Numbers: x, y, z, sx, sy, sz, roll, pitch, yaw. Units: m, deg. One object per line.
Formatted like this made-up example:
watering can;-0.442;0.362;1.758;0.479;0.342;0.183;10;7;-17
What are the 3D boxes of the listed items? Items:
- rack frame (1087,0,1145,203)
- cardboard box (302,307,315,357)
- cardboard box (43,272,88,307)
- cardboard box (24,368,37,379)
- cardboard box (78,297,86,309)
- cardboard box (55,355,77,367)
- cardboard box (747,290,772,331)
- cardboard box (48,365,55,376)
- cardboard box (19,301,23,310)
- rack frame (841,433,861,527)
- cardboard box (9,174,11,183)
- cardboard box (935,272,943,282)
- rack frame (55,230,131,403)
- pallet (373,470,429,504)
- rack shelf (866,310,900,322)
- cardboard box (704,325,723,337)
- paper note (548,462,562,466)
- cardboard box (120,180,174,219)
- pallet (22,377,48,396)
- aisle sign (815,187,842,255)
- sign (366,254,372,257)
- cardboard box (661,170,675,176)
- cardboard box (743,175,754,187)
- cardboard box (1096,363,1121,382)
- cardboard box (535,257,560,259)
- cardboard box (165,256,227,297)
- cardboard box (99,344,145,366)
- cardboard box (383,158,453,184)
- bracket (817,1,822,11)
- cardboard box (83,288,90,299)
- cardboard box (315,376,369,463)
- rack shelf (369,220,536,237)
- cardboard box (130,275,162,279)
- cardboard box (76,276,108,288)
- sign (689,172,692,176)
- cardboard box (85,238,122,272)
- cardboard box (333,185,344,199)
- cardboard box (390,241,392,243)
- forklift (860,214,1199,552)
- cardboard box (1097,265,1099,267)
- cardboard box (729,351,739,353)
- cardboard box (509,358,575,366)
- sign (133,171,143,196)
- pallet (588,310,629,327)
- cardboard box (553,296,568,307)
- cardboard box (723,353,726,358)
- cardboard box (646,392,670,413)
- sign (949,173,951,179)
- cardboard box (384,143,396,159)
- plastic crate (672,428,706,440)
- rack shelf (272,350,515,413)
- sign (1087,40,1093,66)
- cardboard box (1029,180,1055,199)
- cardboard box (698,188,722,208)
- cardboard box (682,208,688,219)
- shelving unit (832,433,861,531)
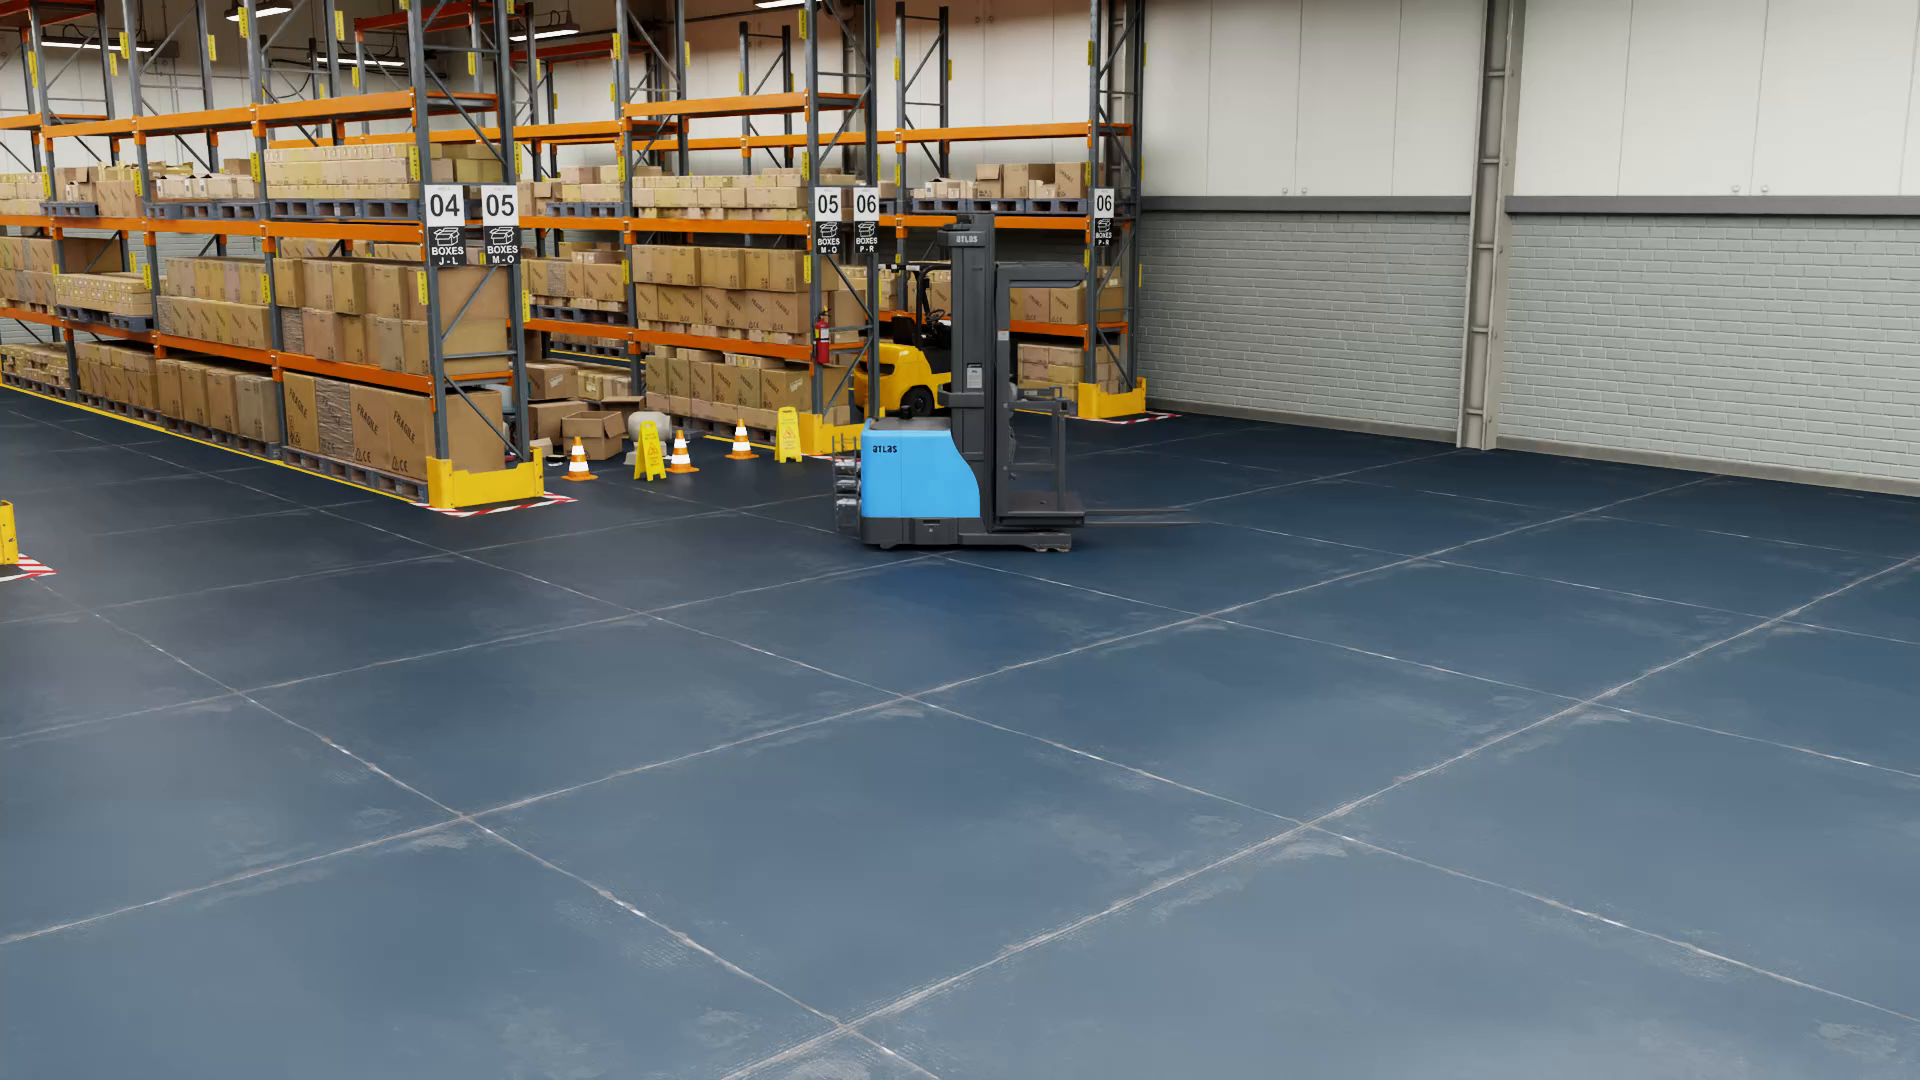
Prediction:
rack frame;2.179;-6.222;23.148;1.000;3.000;0.127;-11;16;-43
cardboard box;-7.021;-2.414;19.164;0.875;0.550;0.550;-11;16;-43
cardboard box;-13.744;-3.864;25.585;0.500;0.500;0.500;-11;16;-42
cardboard box;-14.969;-2.723;27.057;0.250;0.149;0.380;11;16;42
cardboard box;-12.552;-3.448;24.136;0.250;0.149;0.380;11;16;43
cardboard box;-13.844;-2.786;25.889;0.380;0.149;0.250;-11;16;-42
cardboard box;-2.325;-2.900;20.909;0.500;0.500;0.500;-11;16;-42
cardboard box;-14.046;-2.669;26.058;0.250;0.149;0.380;11;16;43
cardboard box;-15.031;-3.826;27.009;0.380;0.149;0.250;-11;16;-44
rack frame;-0.999;-0.566;15.746;0.240;0.900;0.006;2;12;20
cardboard box;-14.857;-5.748;26.425;0.380;0.149;0.250;-10;15;-41
cardboard box;-0.173;-4.079;25.759;0.380;0.149;0.250;-11;16;-43
rack frame;-13.205;-3.638;25.474;1.000;3.000;0.127;-11;16;-43
pallet;-5.527;-0.627;17.768;1.003;0.211;1.213;-11;16;-43
rack shelf;-1.964;-3.807;28.076;1.077;0.370;4.000;-11;16;-43
cardboard box;-3.114;-2.740;21.740;0.380;0.149;0.250;-11;16;-43
paper note;-4.744;-0.891;19.503;0.144;0.017;0.142;-5;13;-23
cardboard box;-11.021;-4.620;22.560;0.500;0.500;0.500;-11;16;-43
pallet;-14.541;-2.543;27.071;1.003;0.211;1.213;-11;16;-43
aisle sign;-1.575;-3.815;19.891;0.394;0.787;0.004;-11;16;-43
sign;-10.095;-4.728;28.422;0.100;0.325;0.005;-11;16;-43
cardboard box;-5.640;-6.915;31.517;0.396;0.266;0.258;-11;16;-43
cardboard box;-2.497;-4.495;20.845;0.380;0.149;0.250;-11;16;-43
cardboard box;2.005;-2.485;24.411;0.500;0.250;0.500;-11;16;-42
cardboard box;-6.418;-4.131;25.843;0.500;0.500;0.500;11;16;43
cardboard box;-10.140;-3.526;22.204;0.700;0.500;0.500;-11;16;-43
cardboard box;-12.168;-2.689;24.166;0.500;0.250;0.500;-10;15;-40
cardboard box;-5.458;-3.715;16.761;0.500;0.250;0.500;-11;16;-42
bracket;-2.336;-9.099;28.191;0.235;0.232;0.430;-11;16;-43
cardboard box;-12.356;-3.554;23.910;0.380;0.149;0.250;-11;16;-43
cardboard box;-6.672;-1.403;18.850;0.875;0.875;0.875;-11;16;-42
rack shelf;-8.314;-5.167;27.247;1.077;0.370;4.000;-11;16;-43
cardboard box;-11.887;-3.790;24.321;0.250;0.149;0.380;11;16;43
cardboard box;-12.546;-3.739;24.070;0.380;0.149;0.250;-11;16;-43
sign;-3.783;-4.974;23.244;0.100;0.325;0.005;-11;16;-43
cardboard box;-13.341;-4.422;25.817;0.500;0.500;0.500;-10;16;-41
cardboard box;-6.446;-3.711;17.730;0.380;0.149;0.250;-11;16;-42
cardboard box;-9.914;-5.316;29.287;0.380;0.149;0.250;-11;16;-42
forklift;0.626;-1.436;14.957;3.031;2.935;1.130;0;12;0
cardboard box;1.964;-3.922;24.260;0.380;0.149;0.250;-10;15;-41
cardboard box;-3.793;-3.464;29.784;0.500;0.500;0.500;-10;15;-41
cardboard box;-6.550;-2.593;25.876;0.625;0.372;0.950;10;16;41
sign;-10.837;-4.701;21.920;0.100;0.325;0.005;-11;16;-43
pallet;-4.593;-3.213;23.886;1.003;0.211;1.213;-11;16;-43
cardboard box;-5.762;-3.525;24.509;0.380;0.149;0.250;-10;15;-41
cardboard box;-3.215;-2.278;22.789;0.500;0.500;0.500;-11;16;-42
cardboard box;-3.958;-1.910;22.861;0.500;0.250;0.500;11;16;43
sign;-0.183;-5.706;26.600;0.100;0.325;0.005;-11;16;-43
cardboard box;-5.568;-3.916;16.750;0.380;0.149;0.250;-11;16;-42
plastic crate;-3.679;-1.401;21.854;0.583;0.080;0.402;6;13;26
rack shelf;-6.299;-1.826;18.463;1.077;0.370;4.000;-11;16;-43
sign;1.777;-6.644;22.688;0.100;0.325;0.005;-11;16;-43
cardboard box;1.212;-5.057;23.972;0.396;0.266;0.258;-11;16;-42
cardboard box;-3.015;-4.392;21.333;0.500;0.250;0.500;-11;16;-42
cardboard box;-3.420;-4.292;21.837;0.250;0.149;0.380;11;16;43
shelving unit;-1.034;-0.547;15.652;0.258;0.900;0.210;2;12;20
